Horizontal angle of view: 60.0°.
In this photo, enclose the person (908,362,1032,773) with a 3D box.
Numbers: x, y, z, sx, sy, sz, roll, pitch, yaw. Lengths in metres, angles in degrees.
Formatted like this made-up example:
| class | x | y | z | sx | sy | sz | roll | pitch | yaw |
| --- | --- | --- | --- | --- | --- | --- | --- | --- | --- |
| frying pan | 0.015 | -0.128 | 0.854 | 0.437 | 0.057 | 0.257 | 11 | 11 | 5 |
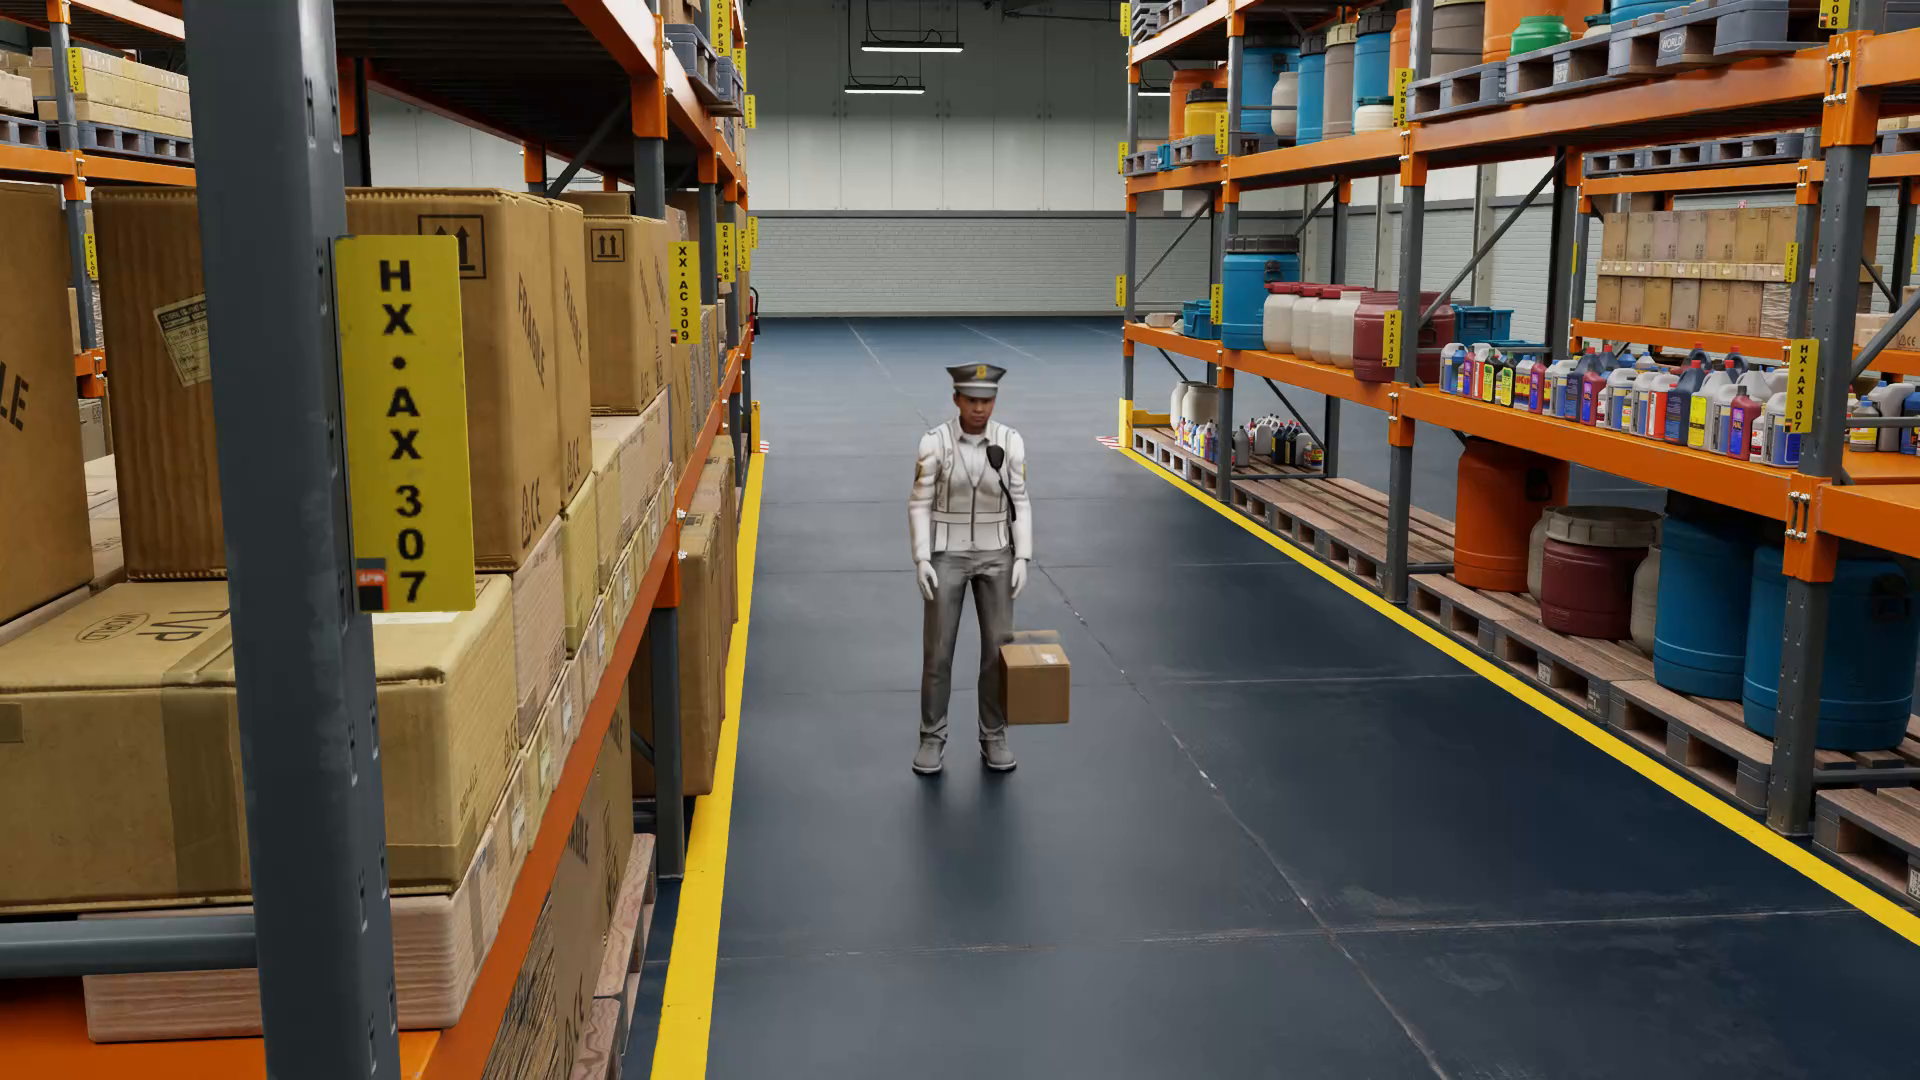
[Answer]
| class | x | y | z | sx | sy | sz | roll | pitch | yaw |
| --- | --- | --- | --- | --- | --- | --- | --- | --- | --- |
| person | 0.045 | 0.102 | 6.803 | 0.510 | 1.669 | 0.358 | -1 | 10 | -6 |
